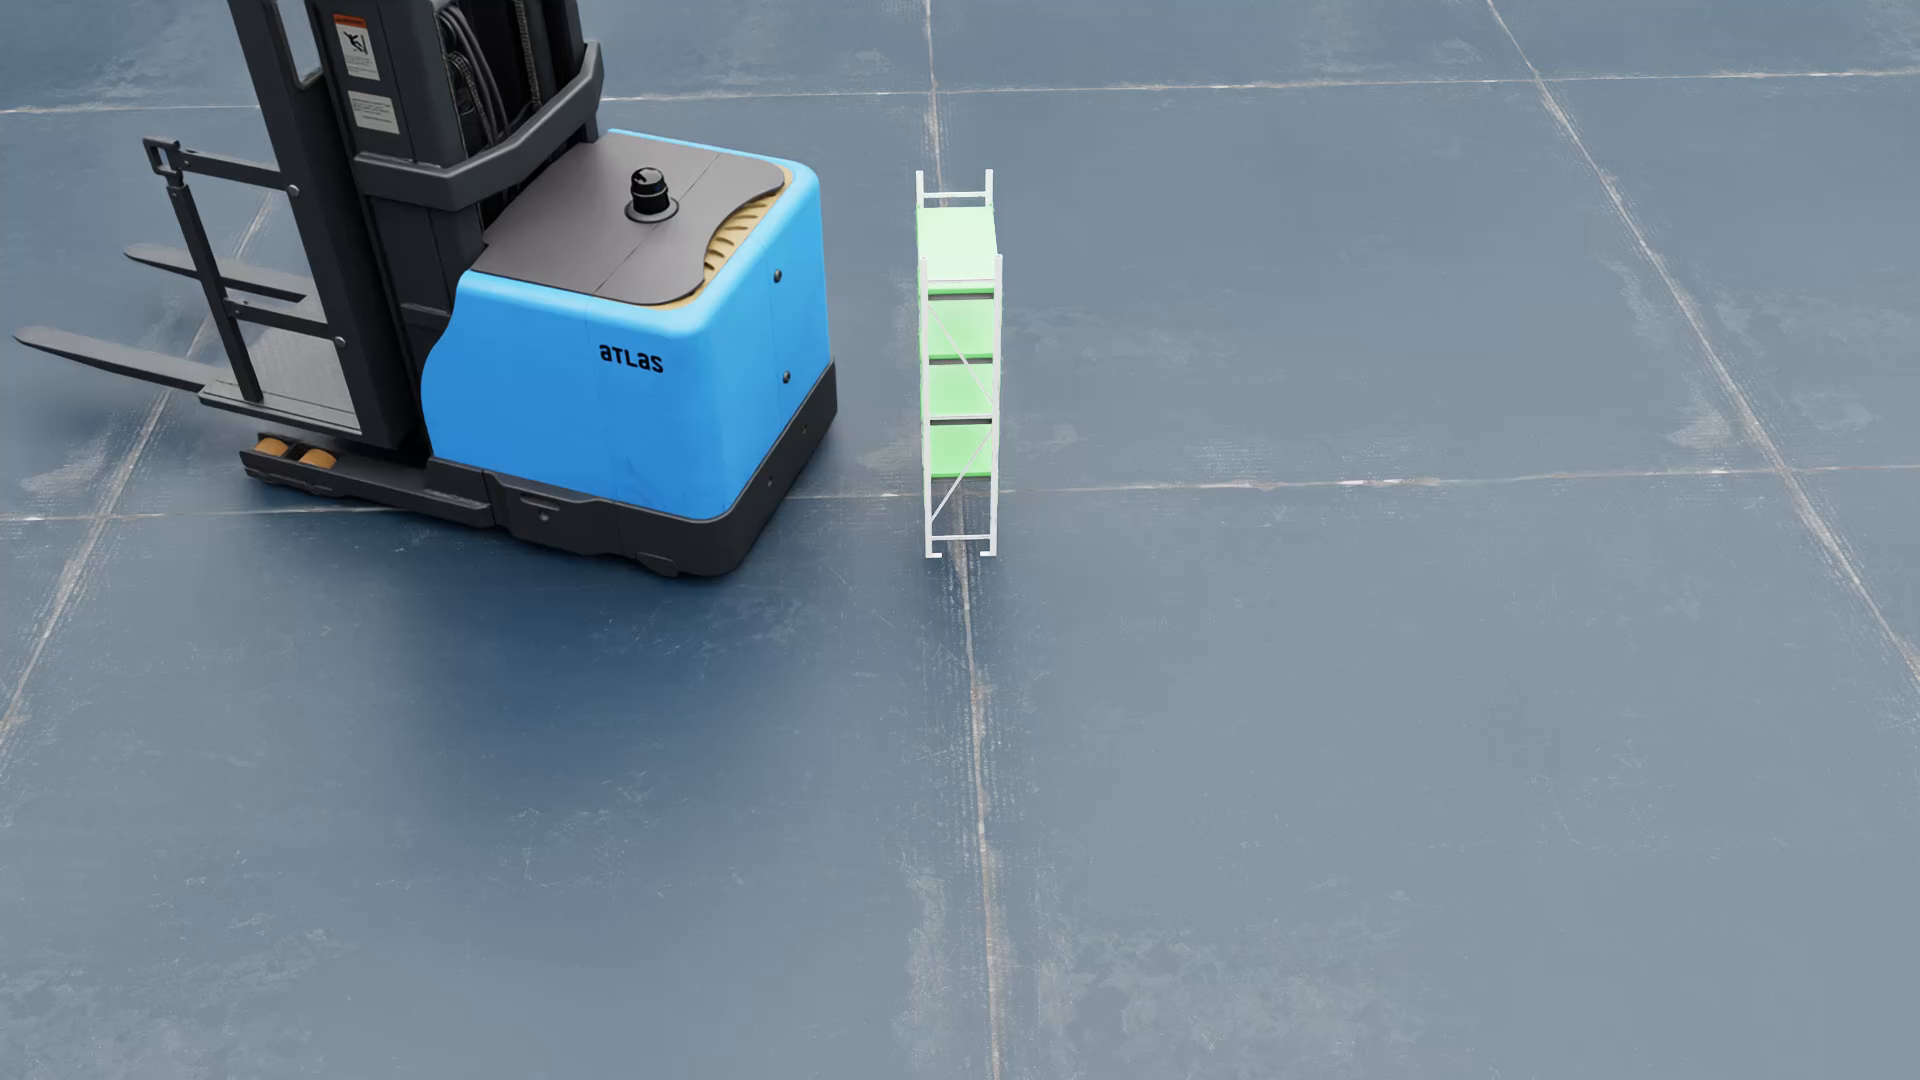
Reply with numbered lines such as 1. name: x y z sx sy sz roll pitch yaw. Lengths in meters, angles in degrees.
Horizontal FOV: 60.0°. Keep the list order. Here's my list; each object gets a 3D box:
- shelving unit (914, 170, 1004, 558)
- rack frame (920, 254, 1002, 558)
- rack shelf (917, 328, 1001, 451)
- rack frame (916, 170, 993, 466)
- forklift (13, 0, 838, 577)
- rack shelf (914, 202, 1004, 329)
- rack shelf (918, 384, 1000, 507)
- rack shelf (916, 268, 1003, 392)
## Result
1. shelving unit: -0.007 -0.554 5.466 0.258 1.200 0.503 -2 43 -2
2. rack frame: 0.003 -0.389 5.287 0.240 1.200 0.015 -2 43 -2
3. rack shelf: -0.007 -0.507 5.510 0.258 0.148 0.480 -2 43 -2
4. rack frame: -0.017 -0.719 5.646 0.240 1.200 0.015 -2 43 -2
5. forklift: -2.027 -1.559 5.282 3.031 2.935 1.130 13 44 14
6. rack shelf: -0.007 -0.861 5.185 0.258 0.148 0.480 -2 43 -2
7. rack shelf: -0.007 -0.330 5.672 0.258 0.148 0.480 -2 43 -2
8. rack shelf: -0.007 -0.684 5.347 0.258 0.148 0.480 -2 43 -2
